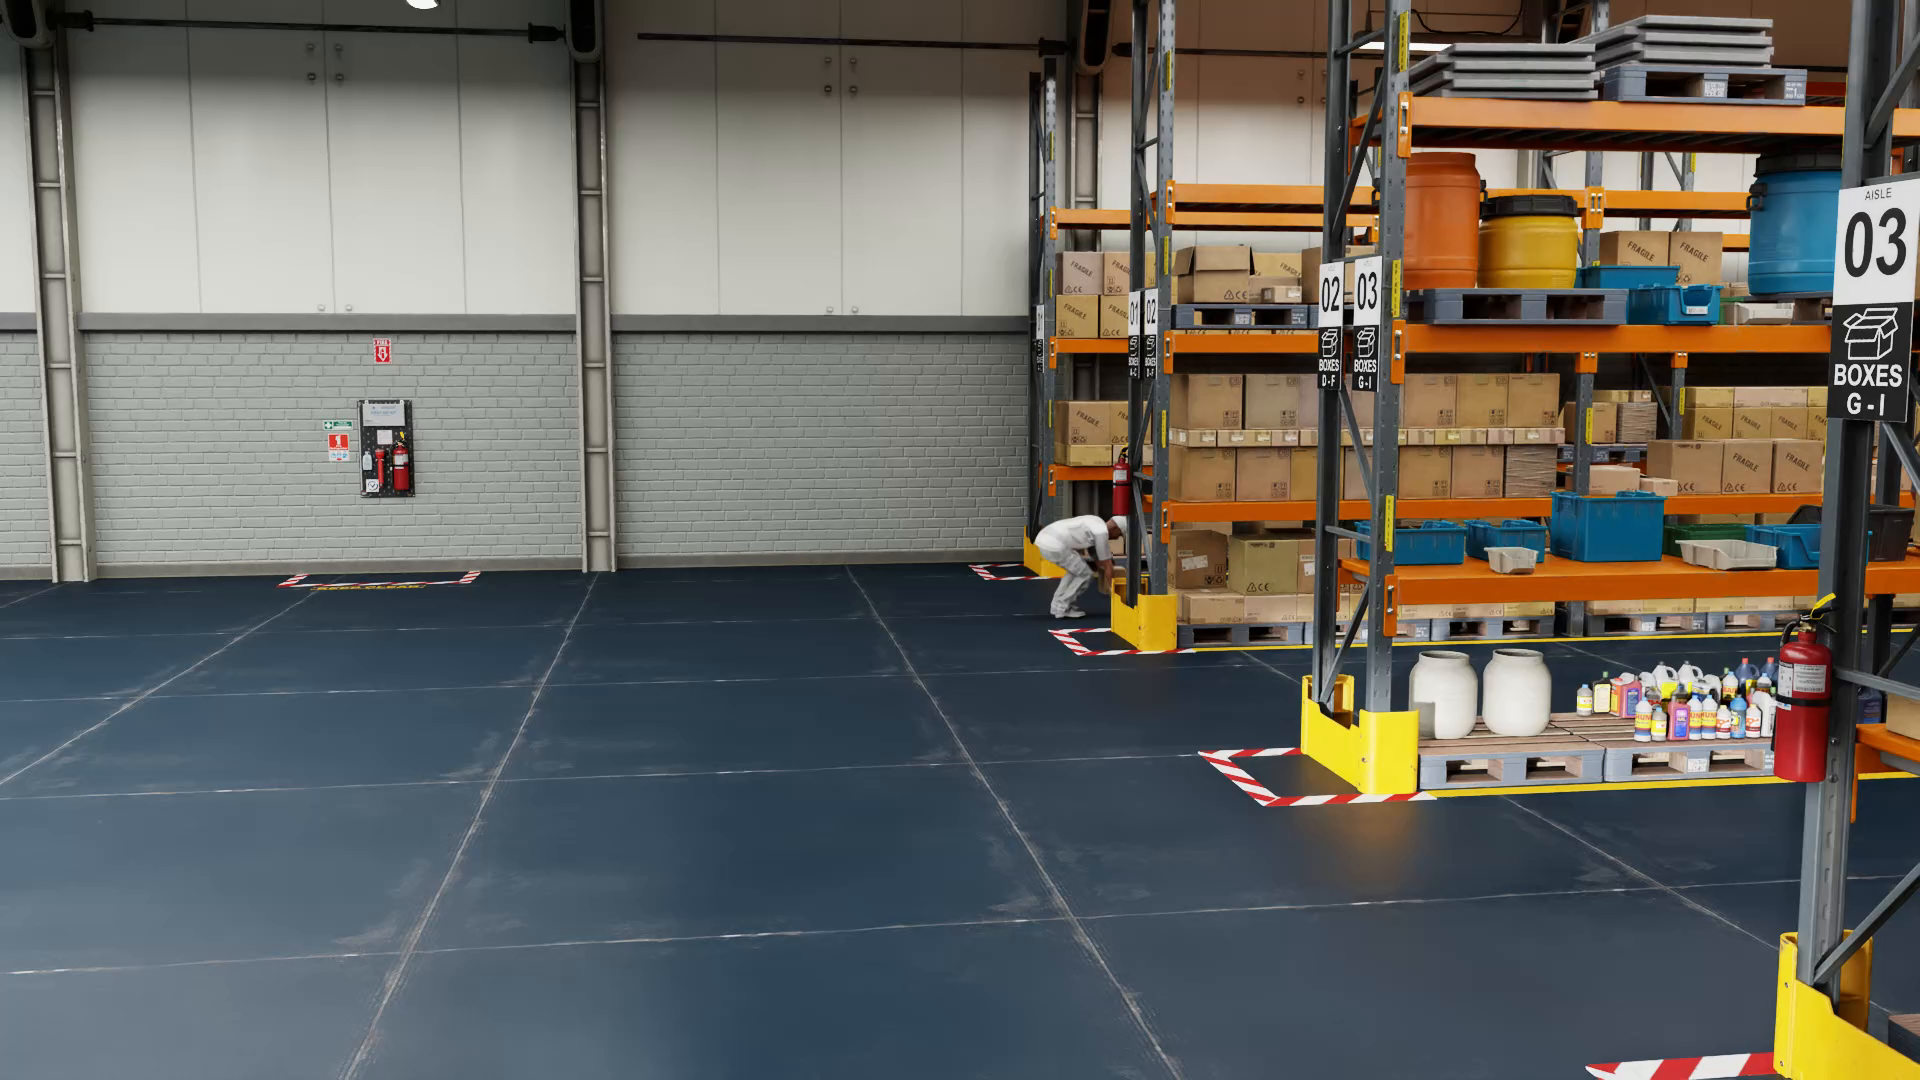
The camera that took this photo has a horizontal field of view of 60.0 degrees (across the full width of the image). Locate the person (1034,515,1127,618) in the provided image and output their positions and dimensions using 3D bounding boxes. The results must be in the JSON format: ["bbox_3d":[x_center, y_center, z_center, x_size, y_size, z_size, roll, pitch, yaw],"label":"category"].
[{"bbox_3d":[1.242,0.256,16.784,0.977,1.015,0.546,-1,7,-11],"label":"person"}]
